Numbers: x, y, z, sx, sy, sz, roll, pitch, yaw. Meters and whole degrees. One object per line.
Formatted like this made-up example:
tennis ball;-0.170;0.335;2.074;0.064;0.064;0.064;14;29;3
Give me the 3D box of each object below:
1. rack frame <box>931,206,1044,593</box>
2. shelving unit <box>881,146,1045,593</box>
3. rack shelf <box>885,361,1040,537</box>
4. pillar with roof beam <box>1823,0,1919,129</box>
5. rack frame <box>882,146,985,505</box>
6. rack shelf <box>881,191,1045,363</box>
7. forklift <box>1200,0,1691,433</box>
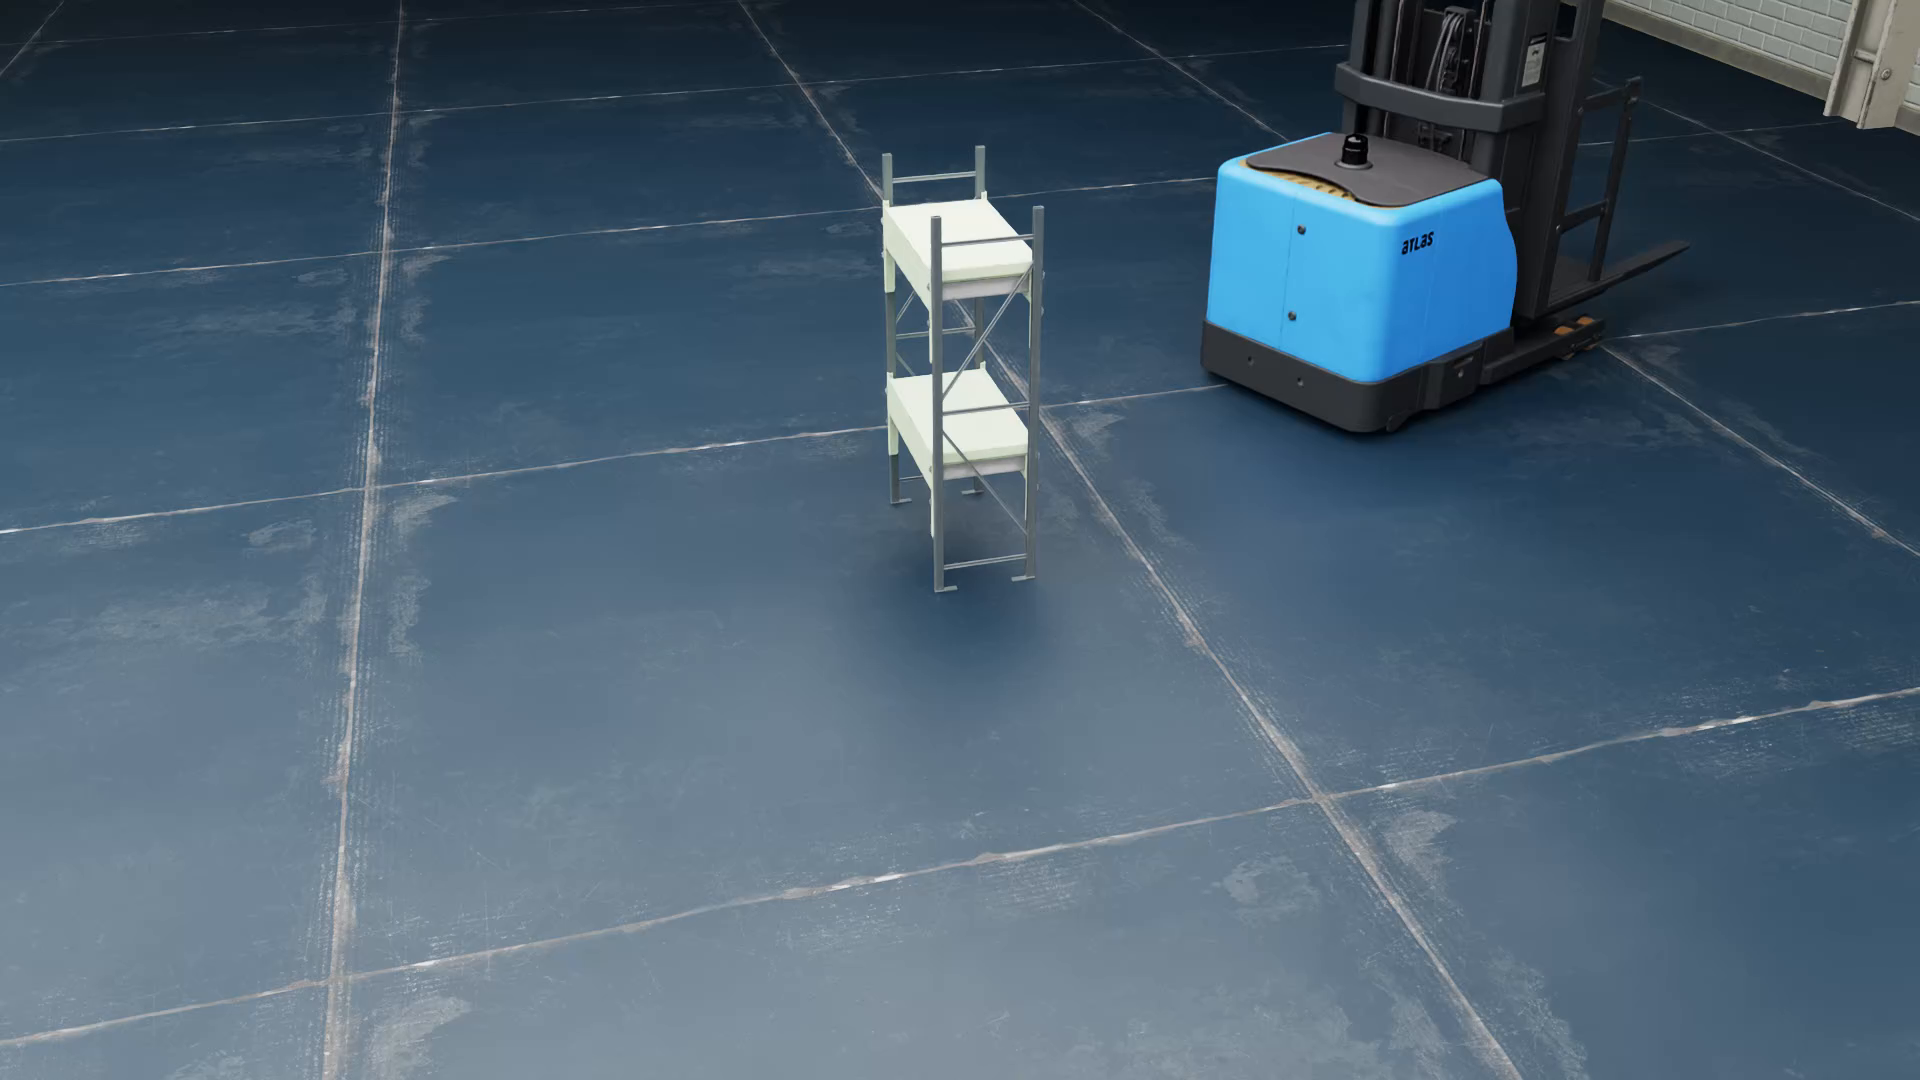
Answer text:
rack frame;0.095;-0.476;6.074;0.400;1.500;0.023;-8;31;-13
shelving unit;-0.002;-0.652;6.380;0.431;1.500;0.755;-8;31;-13
rack shelf;-0.002;-0.370;6.543;0.431;0.370;0.720;-8;31;-13
pillar with roof beam;2.328;-6.347;8.732;9.100;9.000;0.400;-8;31;-13
rack frame;-0.099;-0.829;6.685;0.400;1.500;0.023;-8;31;-13
rack shelf;-0.002;-0.990;6.184;0.431;0.370;0.720;-8;31;-13
forklift;2.626;-2.348;7.881;3.031;2.935;1.130;-22;37;-33
